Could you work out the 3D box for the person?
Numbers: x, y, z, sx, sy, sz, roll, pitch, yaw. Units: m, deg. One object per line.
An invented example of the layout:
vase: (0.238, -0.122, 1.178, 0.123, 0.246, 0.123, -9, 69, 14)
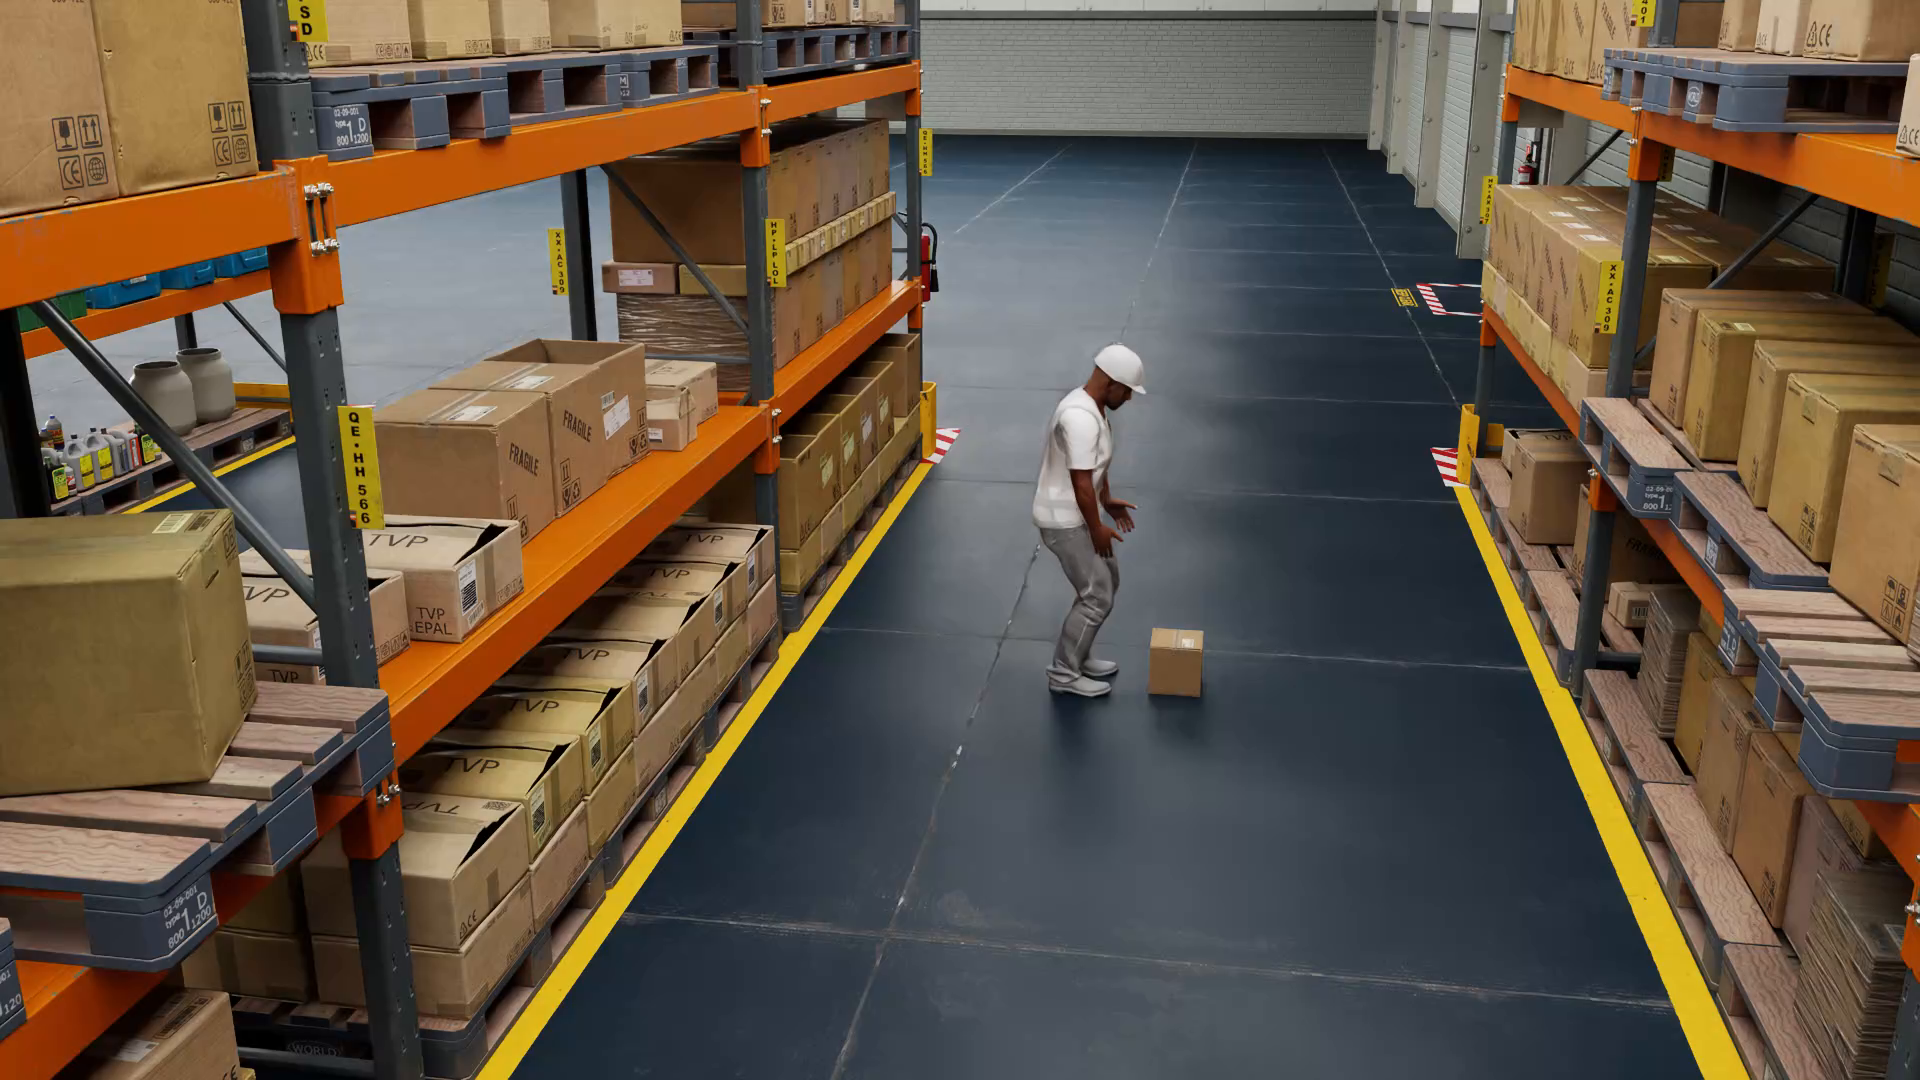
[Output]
person: (0.615, -0.109, 7.996, 0.511, 1.682, 0.602, 3, 18, 10)
